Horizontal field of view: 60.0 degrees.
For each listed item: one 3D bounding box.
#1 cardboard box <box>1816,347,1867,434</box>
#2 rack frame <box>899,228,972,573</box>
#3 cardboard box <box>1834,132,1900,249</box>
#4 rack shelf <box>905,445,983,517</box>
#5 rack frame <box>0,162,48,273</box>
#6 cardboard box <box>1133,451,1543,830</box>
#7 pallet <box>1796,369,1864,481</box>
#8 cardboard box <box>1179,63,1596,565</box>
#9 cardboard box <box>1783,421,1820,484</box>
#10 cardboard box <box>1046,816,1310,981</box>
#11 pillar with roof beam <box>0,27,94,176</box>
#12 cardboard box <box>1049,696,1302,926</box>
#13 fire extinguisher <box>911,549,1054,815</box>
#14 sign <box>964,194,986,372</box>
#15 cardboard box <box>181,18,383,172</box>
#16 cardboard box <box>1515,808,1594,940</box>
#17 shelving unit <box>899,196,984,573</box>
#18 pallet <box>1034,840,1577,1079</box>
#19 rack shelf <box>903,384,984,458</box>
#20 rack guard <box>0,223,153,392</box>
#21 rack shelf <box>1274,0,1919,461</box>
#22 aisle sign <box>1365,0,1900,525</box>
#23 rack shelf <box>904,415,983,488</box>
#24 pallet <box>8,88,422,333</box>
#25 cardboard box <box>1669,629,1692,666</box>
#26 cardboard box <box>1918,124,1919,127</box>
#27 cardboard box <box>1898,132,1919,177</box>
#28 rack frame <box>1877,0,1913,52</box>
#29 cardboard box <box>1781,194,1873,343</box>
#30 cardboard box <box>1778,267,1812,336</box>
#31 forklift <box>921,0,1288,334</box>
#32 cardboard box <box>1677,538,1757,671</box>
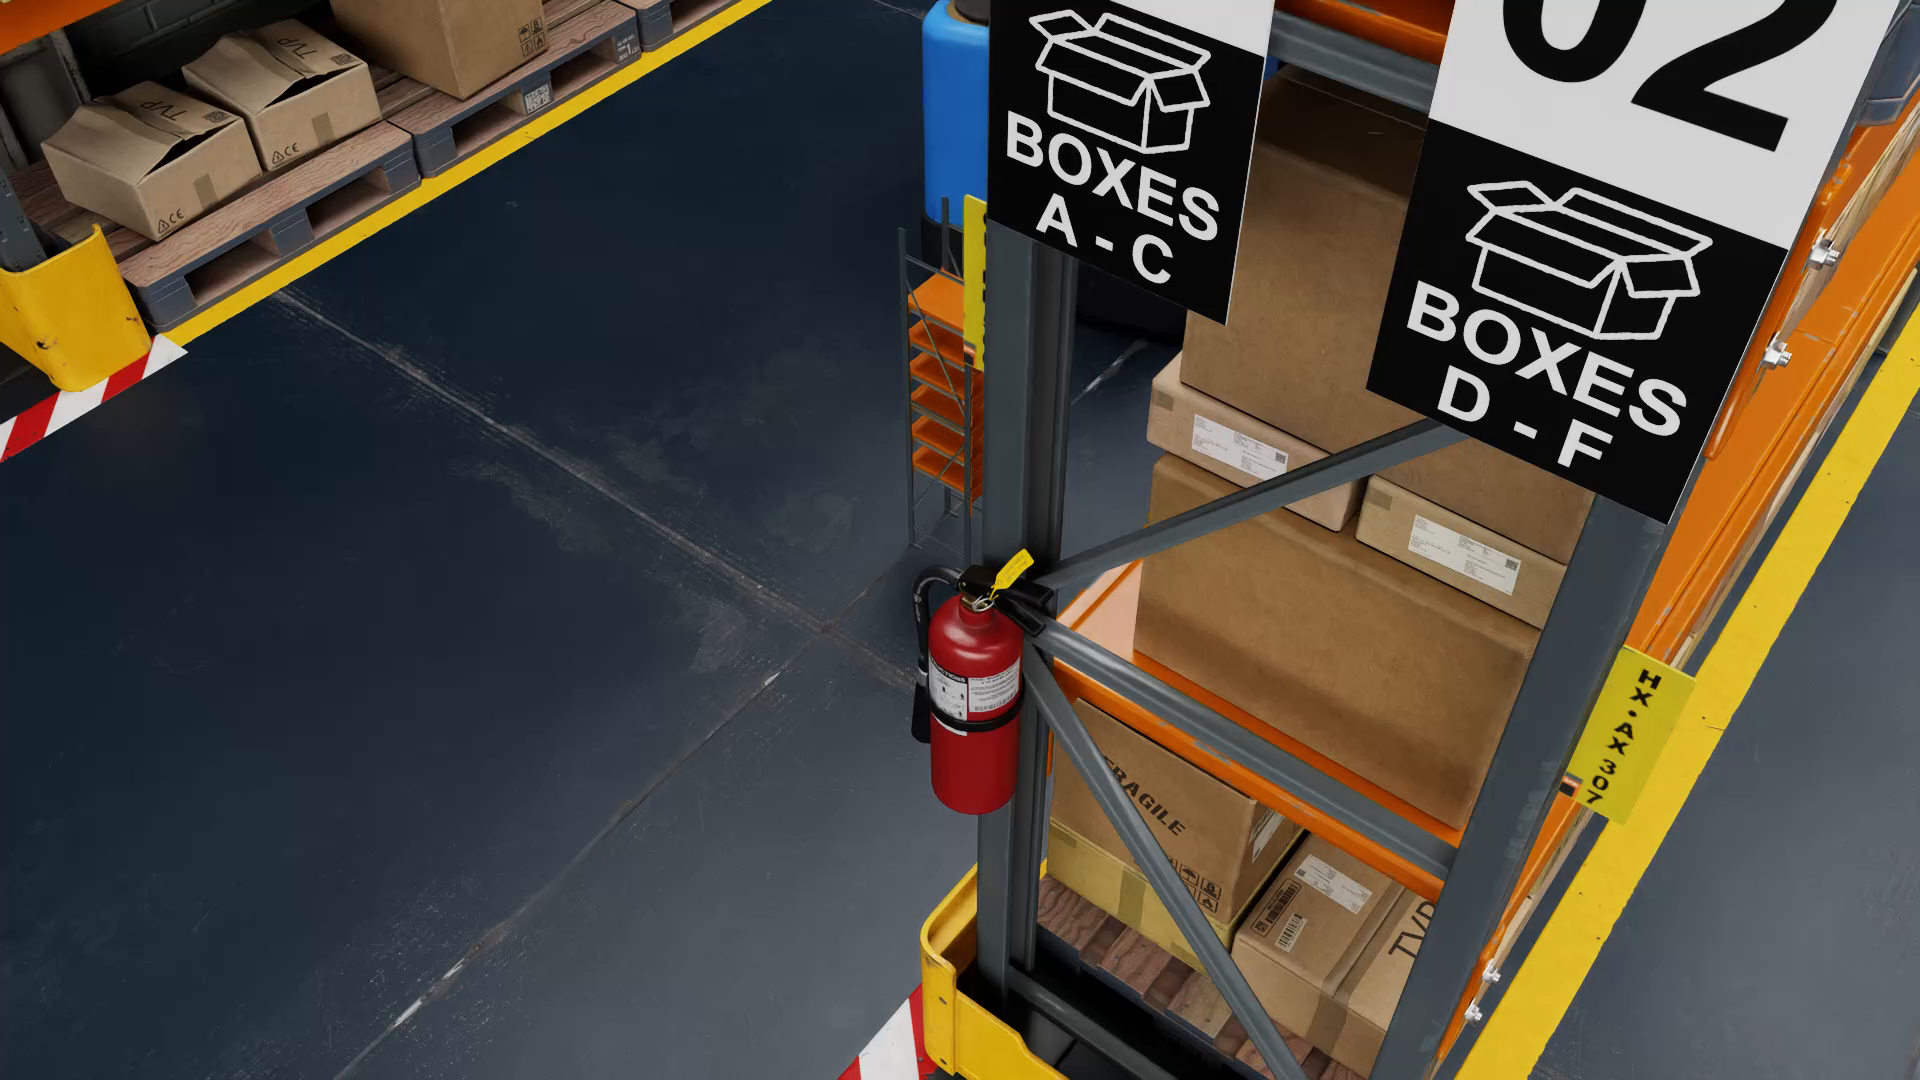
[{"bbox_3d":[2.489,-0.492,5.257,0.500,0.250,0.500,29,53,25],"label":"cardboard box"},{"bbox_3d":[-0.065,-0.354,4.758,0.240,1.200,0.006,29,53,25],"label":"rack frame"},{"bbox_3d":[1.664,-0.778,3.401,0.380,0.149,0.250,29,53,25],"label":"cardboard box"},{"bbox_3d":[-0.009,-0.210,5.014,0.258,0.103,0.180,29,53,25],"label":"rack shelf"},{"bbox_3d":[-3.455,-1.840,4.933,1.000,3.000,0.127,29,53,25],"label":"rack frame"},{"bbox_3d":[0.763,0.052,3.057,0.700,0.500,0.500,29,53,25],"label":"cardboard box"},{"bbox_3d":[2.394,-0.541,5.621,1.003,0.211,1.213,29,53,25],"label":"pallet"},{"bbox_3d":[0.795,-0.426,2.616,0.700,0.500,0.500,29,53,25],"label":"cardboard box"},{"bbox_3d":[2.185,-0.464,4.712,0.500,0.500,0.500,29,53,25],"label":"cardboard box"},{"bbox_3d":[0.562,0.715,4.103,0.500,0.250,0.500,29,53,25],"label":"cardboard box"},{"bbox_3d":[-0.305,-2.792,1.694,9.100,9.000,0.400,29,53,25],"label":"pillar with roof beam"},{"bbox_3d":[0.560,0.455,3.833,0.500,0.500,0.500,29,53,25],"label":"cardboard box"},{"bbox_3d":[0.028,0.237,3.003,0.296,0.674,0.183,29,53,25],"label":"fire extinguisher"},{"bbox_3d":[0.047,-0.381,2.575,0.100,0.325,0.005,29,53,25],"label":"sign"},{"bbox_3d":[-2.612,-1.745,6.398,0.500,0.311,0.500,34,55,28],"label":"cardboard box"},{"bbox_3d":[1.274,0.657,4.159,0.500,0.250,0.500,29,53,25],"label":"cardboard box"},{"bbox_3d":[-0.009,-0.406,4.808,0.258,1.200,0.189,29,53,25],"label":"shelving unit"},{"bbox_3d":[0.902,0.855,4.287,1.003,0.211,1.213,29,53,25],"label":"pallet"},{"bbox_3d":[-0.009,-0.375,4.840,0.258,0.103,0.180,29,53,25],"label":"rack shelf"},{"bbox_3d":[-3.408,-1.020,5.878,1.175,0.500,0.348,29,53,25],"label":"rack guard"},{"bbox_3d":[1.690,-1.584,3.112,1.077,0.370,4.000,29,53,25],"label":"rack shelf"},{"bbox_3d":[0.670,-0.377,1.738,0.394,0.787,0.004,29,53,25],"label":"aisle sign"},{"bbox_3d":[-0.009,-0.293,4.927,0.258,0.103,0.180,29,53,25],"label":"rack shelf"},{"bbox_3d":[-2.884,-1.369,6.412,1.003,0.211,1.213,29,53,25],"label":"pallet"},{"bbox_3d":[1.571,0.107,4.166,0.500,0.500,0.500,29,53,25],"label":"cardboard box"},{"bbox_3d":[1.979,-1.070,3.680,0.380,0.149,0.250,31,54,26],"label":"cardboard box"},{"bbox_3d":[2.330,-1.414,4.457,0.700,0.500,0.500,29,53,25],"label":"cardboard box"},{"bbox_3d":[0.468,-1.724,0.674,1.000,3.000,0.127,29,53,25],"label":"rack frame"},{"bbox_3d":[1.707,-0.835,3.904,0.700,0.500,0.500,31,54,26],"label":"cardboard box"},{"bbox_3d":[1.347,-0.478,3.114,0.380,0.149,0.250,28,53,24],"label":"cardboard box"},{"bbox_3d":[0.865,-2.820,5.917,1.130,2.935,3.031,16,48,14],"label":"forklift"},{"bbox_3d":[1.890,0.087,4.704,0.500,0.250,0.500,29,53,25],"label":"cardboard box"}]
